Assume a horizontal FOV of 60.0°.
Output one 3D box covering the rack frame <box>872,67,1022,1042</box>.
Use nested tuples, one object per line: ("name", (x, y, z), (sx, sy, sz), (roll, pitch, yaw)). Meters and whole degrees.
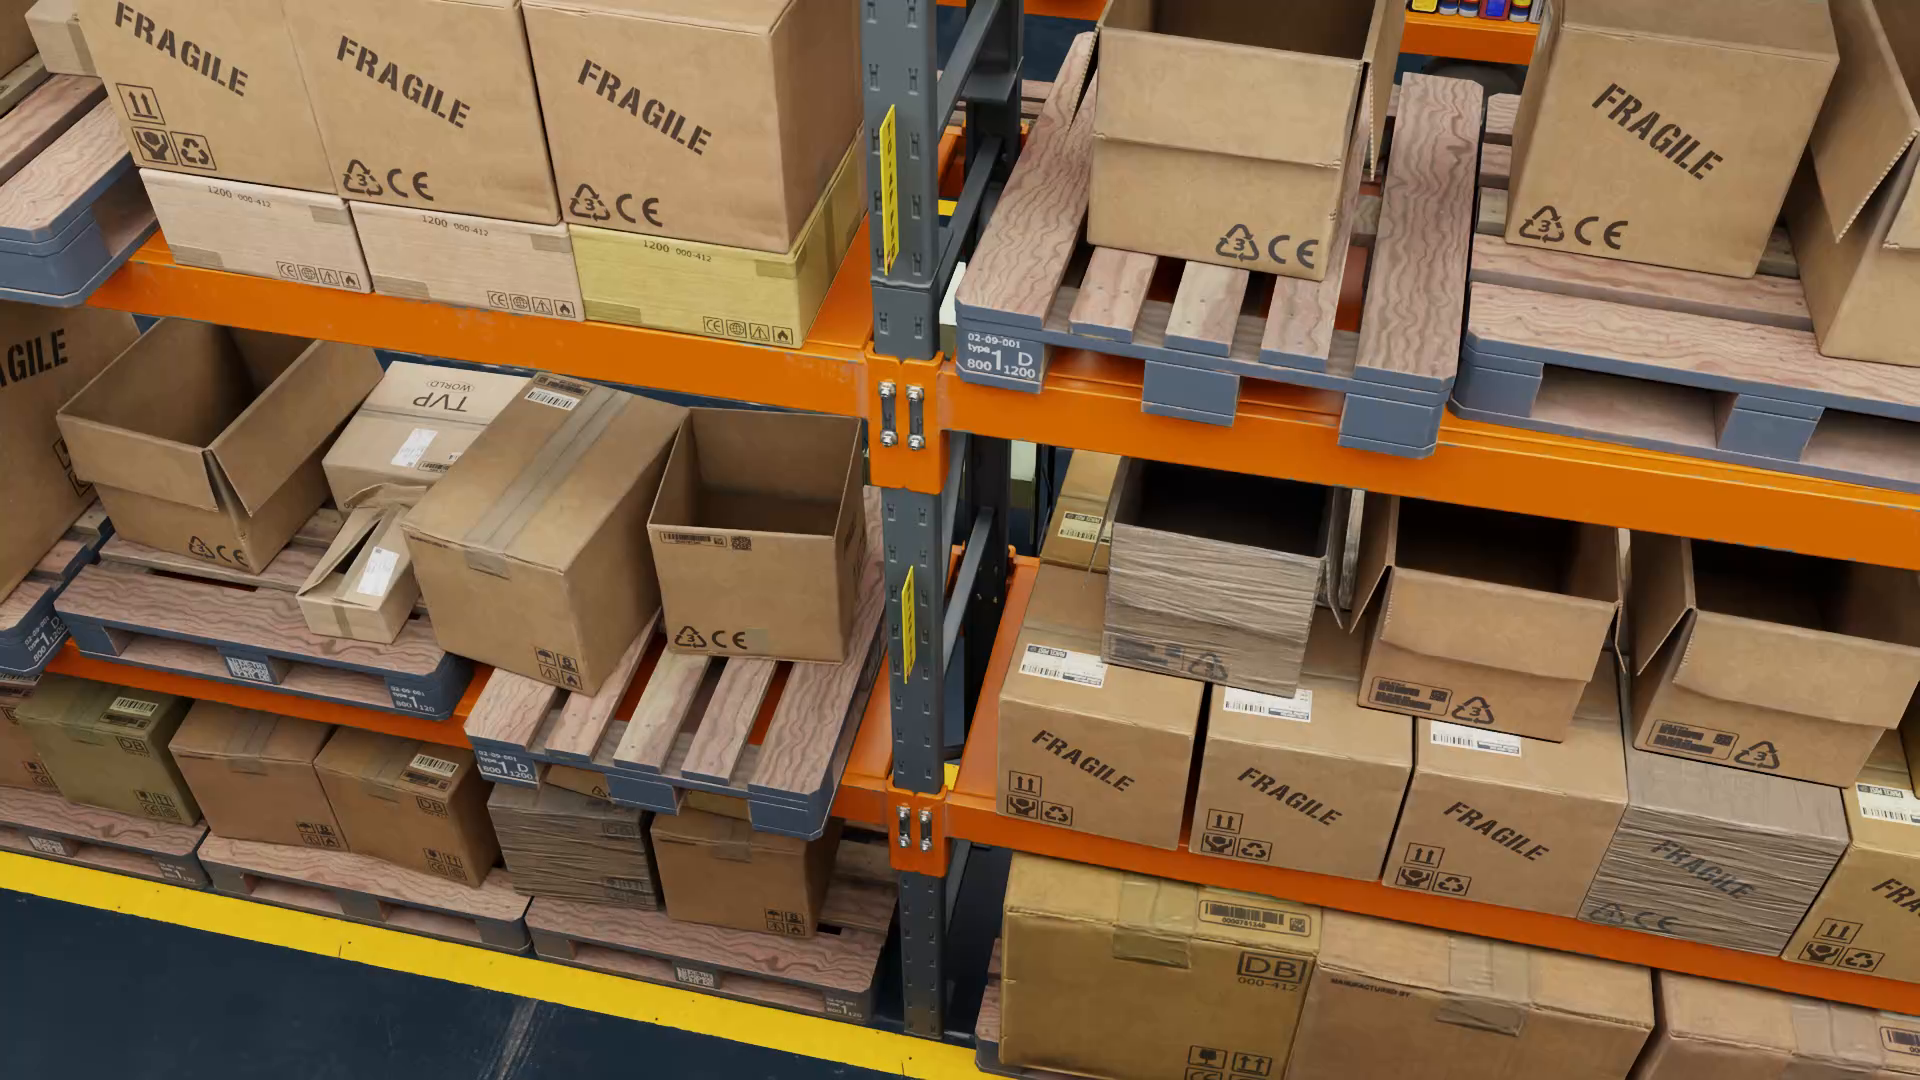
("rack frame", (-0.014, 0.228, 4.810), (0.127, 3.000, 1.000), (9, 45, 9))

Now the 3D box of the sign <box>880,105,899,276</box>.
("sign", (-0.135, -0.672, 3.210), (0.005, 0.325, 0.100), (9, 45, 9))

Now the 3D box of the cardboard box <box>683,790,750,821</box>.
("cardboard box", (-0.675, 0.619, 5.349), (0.500, 0.250, 0.500), (11, 45, 11))

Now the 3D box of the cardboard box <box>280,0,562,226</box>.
("cardboard box", (-1.037, -1.042, 3.534), (0.500, 0.500, 0.500), (9, 45, 9))

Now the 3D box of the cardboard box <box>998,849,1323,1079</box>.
("cardboard box", (0.655, 0.961, 5.278), (0.875, 0.875, 1.225), (7, 44, 7))

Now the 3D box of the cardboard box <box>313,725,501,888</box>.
("cardboard box", (-1.771, 0.725, 5.779), (0.500, 0.500, 0.700), (12, 45, 12))

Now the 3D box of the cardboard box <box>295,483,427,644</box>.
("cardboard box", (-1.701, 0.055, 4.784), (0.258, 0.266, 0.396), (8, 44, 8))

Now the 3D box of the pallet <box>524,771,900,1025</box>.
("pallet", (-0.777, 1.113, 5.901), (1.213, 0.211, 1.003), (9, 45, 9))

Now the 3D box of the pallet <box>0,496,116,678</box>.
("pallet", (-3.204, -0.095, 5.284), (1.213, 0.211, 1.003), (9, 45, 9))

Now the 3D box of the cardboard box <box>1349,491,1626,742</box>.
("cardboard box", (1.331, 0.053, 4.197), (0.637, 0.503, 0.797), (10, 45, 10))

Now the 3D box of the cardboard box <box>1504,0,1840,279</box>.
("cardboard box", (1.458, -0.925, 3.471), (0.500, 0.500, 0.500), (11, 45, 11))

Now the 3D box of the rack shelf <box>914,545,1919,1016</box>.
("rack shelf", (1.937, 0.790, 4.745), (4.000, 0.370, 1.077), (9, 45, 9))

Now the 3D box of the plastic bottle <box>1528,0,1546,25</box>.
("plastic bottle", (2.772, -2.585, 7.822), (0.135, 0.276, 0.152), (9, 45, 9))

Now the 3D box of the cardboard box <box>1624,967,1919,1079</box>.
("cardboard box", (2.388, 1.230, 4.999), (0.875, 0.875, 1.225), (7, 44, 8))

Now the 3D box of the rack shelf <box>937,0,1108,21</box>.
("rack shelf", (-0.885, -3.168, 8.857), (4.000, 0.370, 1.077), (9, 45, 9))

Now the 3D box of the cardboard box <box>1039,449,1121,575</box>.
("cardboard box", (0.521, 0.099, 4.872), (0.500, 0.500, 0.500), (10, 45, 10))

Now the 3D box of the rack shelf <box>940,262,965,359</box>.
("rack shelf", (-0.007, -0.823, 6.420), (0.720, 0.370, 0.431), (9, 45, 9))

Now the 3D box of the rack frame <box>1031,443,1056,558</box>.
("rack frame", (0.351, -0.486, 6.633), (0.023, 1.500, 0.400), (9, 45, 9))

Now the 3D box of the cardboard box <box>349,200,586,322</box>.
("cardboard box", (-1.019, -0.771, 3.793), (0.500, 0.250, 0.500), (9, 45, 9))

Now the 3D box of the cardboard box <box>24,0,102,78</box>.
("cardboard box", (-2.066, -1.310, 4.110), (0.250, 0.166, 0.380), (8, 44, 8))

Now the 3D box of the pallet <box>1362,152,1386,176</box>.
("pallet", (1.846, -2.028, 9.165), (1.213, 0.211, 1.003), (9, 45, 9))

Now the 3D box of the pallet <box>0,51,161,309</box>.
("pallet", (-2.326, -1.070, 4.132), (1.003, 0.211, 1.213), (9, 45, 9))

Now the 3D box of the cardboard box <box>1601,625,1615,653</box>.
("cardboard box", (1.514, 0.255, 4.710), (0.500, 0.500, 0.500), (7, 44, 8))

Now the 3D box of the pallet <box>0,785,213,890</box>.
("pallet", (-3.158, 0.744, 6.285), (1.213, 0.211, 1.003), (9, 45, 9))

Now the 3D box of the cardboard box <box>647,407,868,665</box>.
("cardboard box", (-0.550, -0.014, 4.687), (0.500, 0.500, 0.500), (4, 44, 4))

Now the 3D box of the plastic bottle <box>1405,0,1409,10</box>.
("plastic bottle", (2.108, -2.642, 7.935), (0.097, 0.201, 0.097), (0, 44, 0))

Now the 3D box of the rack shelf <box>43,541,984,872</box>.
("rack shelf", (-1.966, 0.184, 5.374), (4.000, 0.370, 1.077), (9, 45, 9))

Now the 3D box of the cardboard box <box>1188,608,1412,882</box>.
("cardboard box", (0.904, 0.526, 4.428), (0.500, 0.500, 0.500), (8, 44, 8))

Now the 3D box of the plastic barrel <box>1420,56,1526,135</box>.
("plastic barrel", (2.650, -2.173, 8.741), (0.708, 0.588, 0.600), (9, 45, 9))

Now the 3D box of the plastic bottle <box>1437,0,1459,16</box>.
("plastic bottle", (2.333, -2.632, 7.874), (0.097, 0.271, 0.097), (0, 44, 0))

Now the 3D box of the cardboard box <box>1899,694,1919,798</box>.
("cardboard box", (2.597, 0.233, 4.009), (0.637, 0.503, 0.797), (9, 45, 10))

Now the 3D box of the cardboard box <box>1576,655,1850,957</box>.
("cardboard box", (1.892, 0.678, 4.270), (0.500, 0.500, 0.500), (9, 45, 9))

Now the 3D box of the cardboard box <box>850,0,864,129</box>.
("cardboard box", (-0.417, -1.314, 3.817), (0.500, 0.500, 0.500), (9, 45, 9))

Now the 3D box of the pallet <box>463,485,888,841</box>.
("pallet", (-0.733, 0.261, 4.914), (1.003, 0.211, 1.213), (9, 45, 9))

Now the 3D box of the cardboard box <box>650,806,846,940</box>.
("cardboard box", (-0.673, 0.882, 5.616), (0.500, 0.500, 0.700), (7, 44, 7))

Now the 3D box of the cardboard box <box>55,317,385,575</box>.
("cardboard box", (-2.206, -0.366, 5.050), (0.637, 0.503, 0.797), (13, 45, 13))

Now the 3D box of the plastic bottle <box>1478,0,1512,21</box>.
("plastic bottle", (2.537, -2.592, 7.824), (0.133, 0.283, 0.061), (9, 45, 9))

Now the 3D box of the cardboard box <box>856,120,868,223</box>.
("cardboard box", (-0.417, -1.042, 4.075), (0.500, 0.250, 0.500), (10, 45, 10))

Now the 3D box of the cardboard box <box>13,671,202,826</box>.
("cardboard box", (-2.862, 0.557, 5.954), (0.500, 0.500, 0.700), (9, 45, 9))

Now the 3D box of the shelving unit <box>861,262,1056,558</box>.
("shelving unit", (-0.007, -0.541, 6.691), (0.755, 1.500, 0.431), (9, 45, 9))
